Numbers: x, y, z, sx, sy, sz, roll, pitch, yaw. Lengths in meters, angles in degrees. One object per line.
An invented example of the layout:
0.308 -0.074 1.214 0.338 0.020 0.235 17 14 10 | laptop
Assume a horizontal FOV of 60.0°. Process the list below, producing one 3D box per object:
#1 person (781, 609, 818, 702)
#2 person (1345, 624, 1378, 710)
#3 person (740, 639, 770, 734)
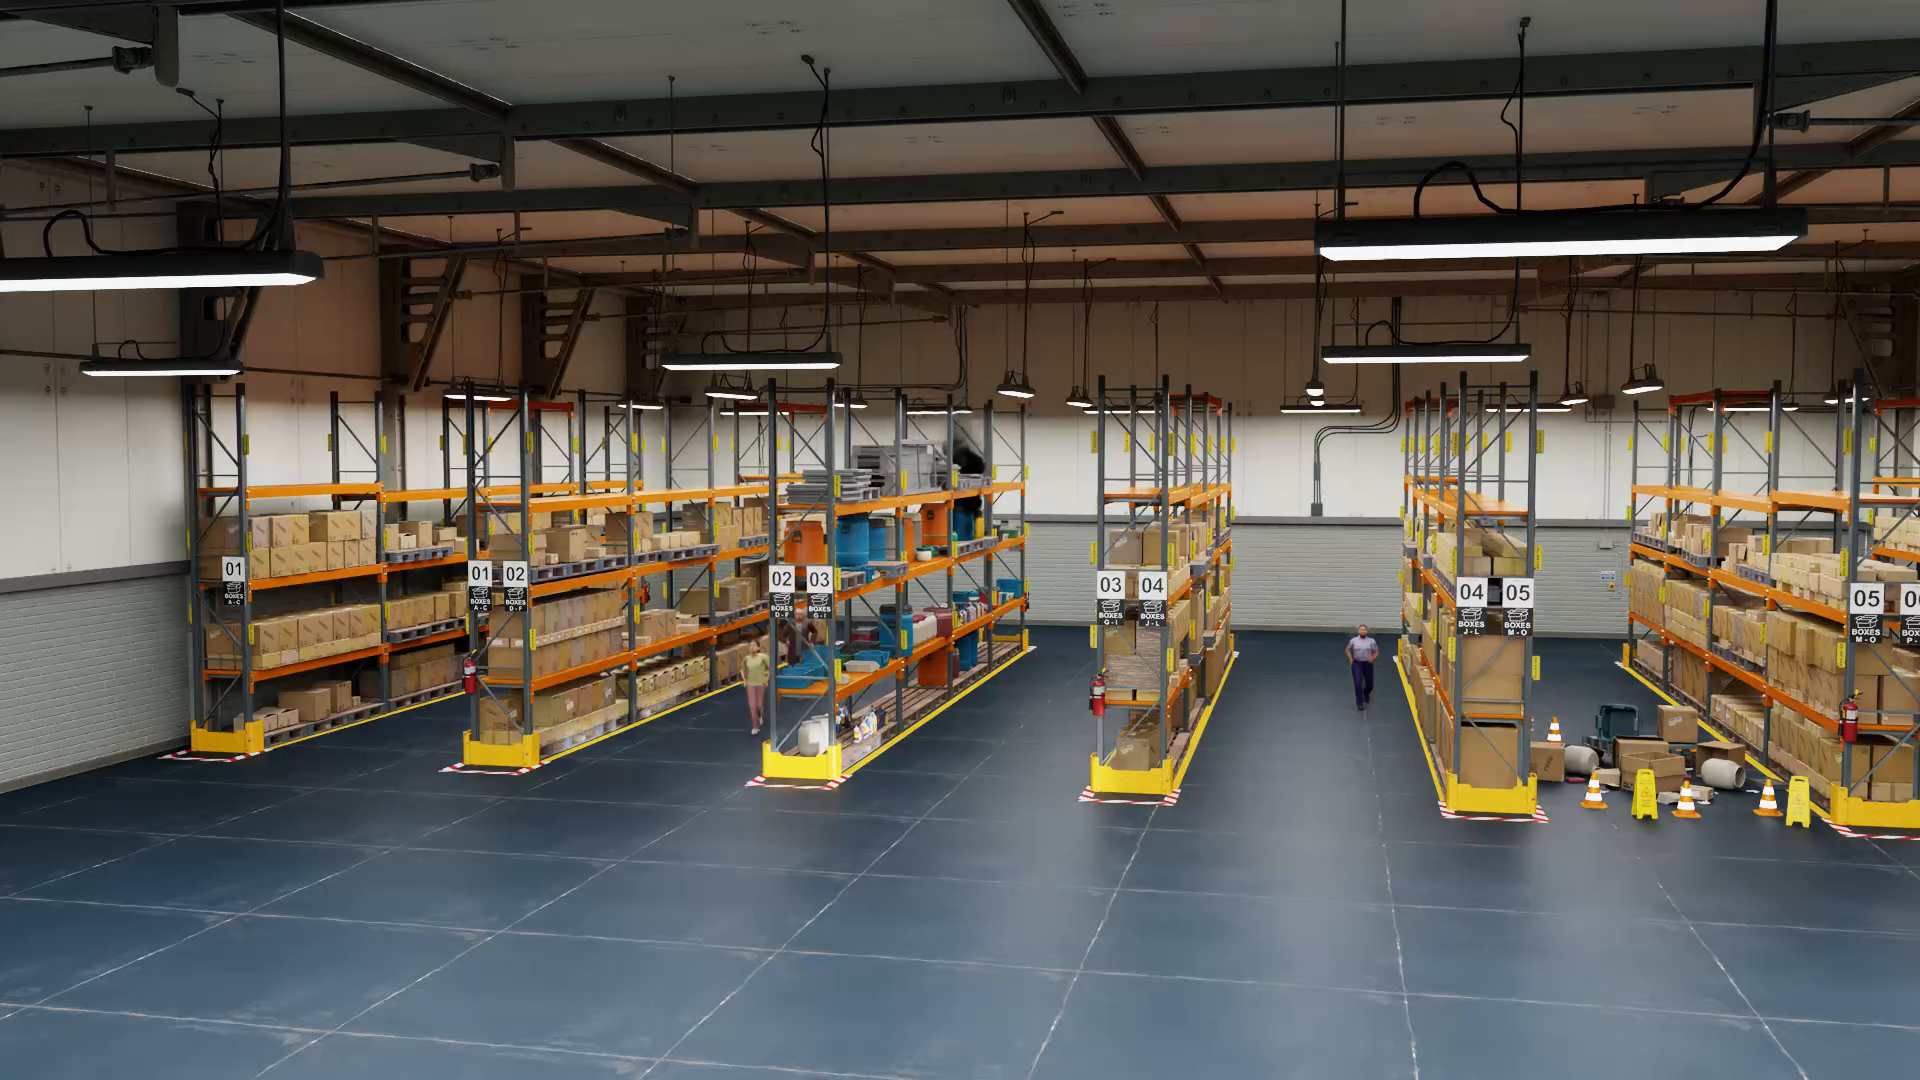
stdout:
-3.171 2.233 32.710 0.708 1.770 1.064 0 3 2 | person
7.617 2.400 31.512 0.613 1.598 0.647 1 3 9 | person
-3.547 2.541 28.918 0.580 1.635 0.547 0 3 5 | person
